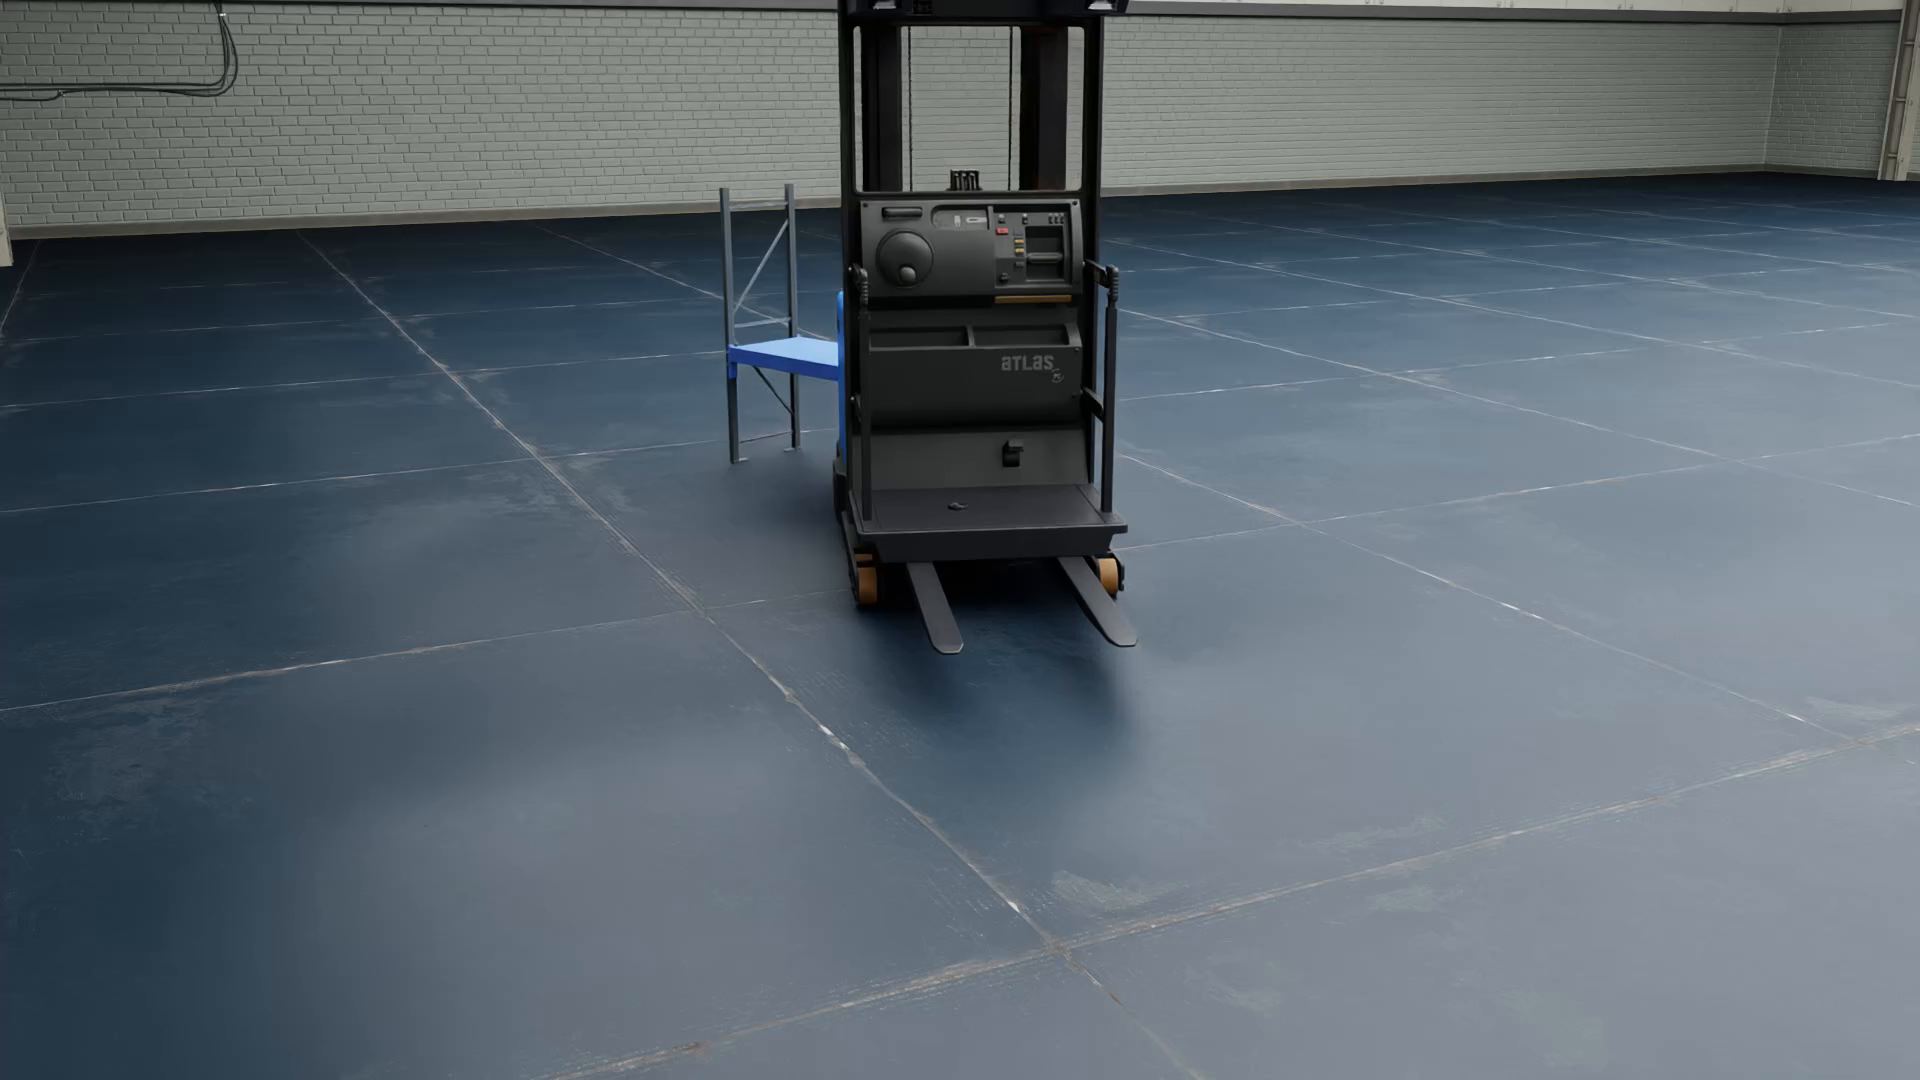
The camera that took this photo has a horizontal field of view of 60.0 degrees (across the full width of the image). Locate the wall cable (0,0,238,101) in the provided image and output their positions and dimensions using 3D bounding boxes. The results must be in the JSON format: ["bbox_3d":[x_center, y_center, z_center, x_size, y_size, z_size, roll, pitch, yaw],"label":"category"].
[{"bbox_3d":[-10.715,-6.758,20.615,3.097,2.526,0.112,-8,18,-25],"label":"wall cable"}]

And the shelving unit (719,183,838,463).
[{"bbox_3d":[-0.729,-1.105,8.884,1.048,1.500,0.538,15,22,41],"label":"shelving unit"}]

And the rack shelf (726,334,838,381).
[{"bbox_3d":[-0.729,-0.933,8.933,1.000,0.185,0.538,15,22,41],"label":"rack shelf"}]

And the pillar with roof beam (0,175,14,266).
[{"bbox_3d":[-6.743,-7.880,18.897,9.100,9.000,0.400,-8,18,-25],"label":"pillar with roof beam"}]

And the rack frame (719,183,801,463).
[{"bbox_3d":[-1.099,-1.202,9.219,0.032,1.500,0.500,15,22,41],"label":"rack frame"}]

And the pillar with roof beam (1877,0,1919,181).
[{"bbox_3d":[13.834,-10.646,28.536,9.100,9.000,0.400,-8,18,-25],"label":"pillar with roof beam"}]

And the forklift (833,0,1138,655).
[{"bbox_3d":[0.079,-1.238,6.750,1.130,2.935,3.031,-2,16,-7],"label":"forklift"}]
